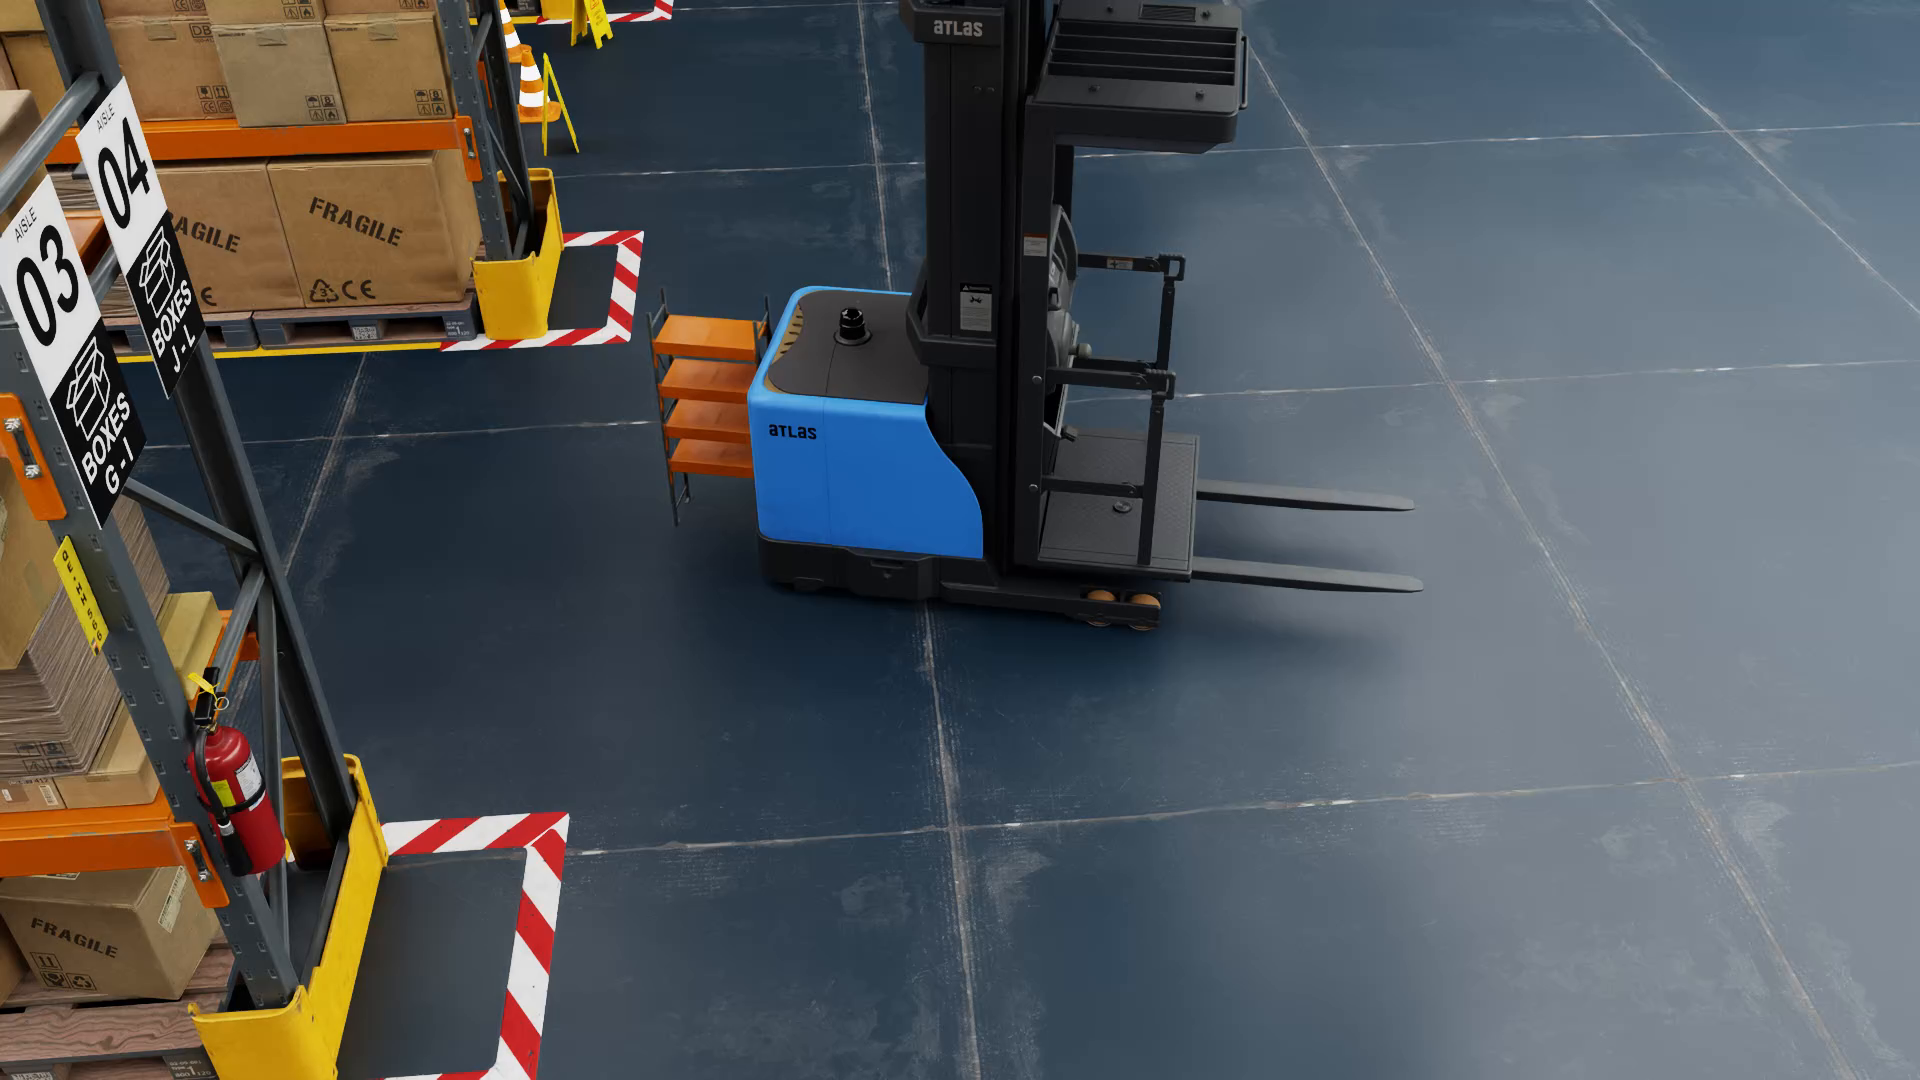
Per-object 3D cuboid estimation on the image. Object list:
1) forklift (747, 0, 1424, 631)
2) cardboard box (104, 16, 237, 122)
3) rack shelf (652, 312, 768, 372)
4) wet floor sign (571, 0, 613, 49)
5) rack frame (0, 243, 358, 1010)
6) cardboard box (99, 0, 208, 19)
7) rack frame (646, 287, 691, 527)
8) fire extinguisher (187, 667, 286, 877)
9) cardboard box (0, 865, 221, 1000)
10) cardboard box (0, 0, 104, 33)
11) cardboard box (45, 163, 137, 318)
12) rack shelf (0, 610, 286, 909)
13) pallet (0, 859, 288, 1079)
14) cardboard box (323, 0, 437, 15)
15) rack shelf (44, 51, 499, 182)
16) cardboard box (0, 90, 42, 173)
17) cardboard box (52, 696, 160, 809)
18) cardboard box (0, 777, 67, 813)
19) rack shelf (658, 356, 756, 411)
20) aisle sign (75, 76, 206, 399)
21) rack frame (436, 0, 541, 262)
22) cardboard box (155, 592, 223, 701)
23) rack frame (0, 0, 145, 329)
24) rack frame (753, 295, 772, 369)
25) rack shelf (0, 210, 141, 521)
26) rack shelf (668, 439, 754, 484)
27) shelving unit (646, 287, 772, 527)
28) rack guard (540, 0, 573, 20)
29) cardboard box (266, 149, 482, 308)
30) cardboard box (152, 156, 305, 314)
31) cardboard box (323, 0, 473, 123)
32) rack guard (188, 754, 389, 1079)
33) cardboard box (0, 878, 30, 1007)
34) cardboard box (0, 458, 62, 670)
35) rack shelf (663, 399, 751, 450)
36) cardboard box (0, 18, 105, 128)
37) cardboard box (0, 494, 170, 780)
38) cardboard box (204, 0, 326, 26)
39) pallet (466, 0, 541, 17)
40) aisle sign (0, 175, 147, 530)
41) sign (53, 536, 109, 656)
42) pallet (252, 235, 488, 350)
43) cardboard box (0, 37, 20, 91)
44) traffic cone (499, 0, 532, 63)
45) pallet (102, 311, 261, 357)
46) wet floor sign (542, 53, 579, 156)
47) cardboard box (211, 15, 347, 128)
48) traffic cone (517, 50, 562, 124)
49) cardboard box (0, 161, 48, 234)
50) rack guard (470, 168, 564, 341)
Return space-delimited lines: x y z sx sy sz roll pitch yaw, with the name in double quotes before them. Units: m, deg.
"forklift" 0.624 -1.094 7.092 3.031 2.935 1.130 5 39 7
"cardboard box" -4.106 -2.698 8.948 0.550 0.550 0.875 -3 38 -4
"rack shelf" -1.134 -0.897 7.606 0.480 0.148 0.258 5 39 7
"wet floor sign" -2.880 -4.159 12.822 0.232 0.644 0.267 9 39 12
"rack frame" -2.287 0.382 5.167 0.127 3.000 1.000 -3 38 -4
"cardboard box" -4.108 -3.136 8.633 0.550 0.550 0.875 -3 38 -4
"rack frame" -1.376 -0.611 7.878 0.015 1.200 0.240 5 39 7
"fire extinguisher" -2.132 0.690 4.838 0.183 0.674 0.296 -3 38 -4
"cardboard box" -2.910 1.222 5.780 0.500 0.500 0.500 4 38 4
"cardboard box" -4.624 -3.027 8.494 0.500 0.550 0.875 -3 38 -4
"cardboard box" -5.079 -1.838 9.357 0.875 0.875 0.875 -3 38 -4
"rack shelf" -4.279 0.774 5.250 4.000 0.370 1.077 -3 38 -4
"pallet" -3.175 1.503 5.996 1.213 0.211 1.003 -3 38 -4
"cardboard box" -2.998 -3.170 8.676 0.550 0.550 0.875 -3 38 -4
"rack shelf" -4.617 -2.292 9.136 4.000 0.370 1.077 -3 38 -4
"cardboard box" -2.581 -1.021 4.322 0.250 0.149 0.380 -3 38 -4
"cardboard box" -2.552 0.623 5.063 0.250 0.149 0.380 -3 38 -4
"cardboard box" -2.801 0.637 5.046 0.250 0.149 0.380 -3 38 -4
"rack shelf" -1.134 -0.712 7.753 0.480 0.148 0.258 5 39 7
"aisle sign" -2.251 -0.827 4.600 0.004 0.787 0.394 -3 38 -4
"rack frame" -2.625 -2.684 9.052 0.127 3.000 1.000 -3 38 -4
"cardboard box" -2.592 0.349 5.411 0.250 0.149 0.380 -3 38 -4
"rack frame" -2.287 -1.973 3.308 0.127 3.000 1.000 -3 38 -4
"rack frame" -0.893 -0.567 7.822 0.015 1.200 0.240 5 39 7
"rack shelf" -4.279 -0.404 4.321 4.000 0.370 1.077 -3 38 -4
"rack shelf" -1.134 -0.380 8.014 0.480 0.148 0.258 5 39 7
"shelving unit" -1.134 -0.589 7.850 0.503 1.200 0.258 5 39 7
"rack guard" -3.240 -4.747 13.685 0.348 0.500 1.175 -3 38 -4
"cardboard box" -3.295 -1.937 9.481 0.875 0.875 0.875 -3 38 -4
"cardboard box" -4.171 -1.887 9.419 0.875 0.875 0.875 -4 38 -5
"cardboard box" -2.991 -2.695 8.944 0.550 0.550 0.875 -3 38 -4
"rack guard" -2.362 1.367 5.936 0.348 0.500 1.175 -3 38 -4
"cardboard box" -3.502 1.276 5.712 0.500 0.500 0.500 6 39 8
"cardboard box" -2.813 0.016 4.502 0.500 0.500 0.500 -3 38 -4
"rack shelf" -1.134 -0.536 7.891 0.480 0.148 0.258 5 39 7
"cardboard box" -4.630 -2.643 8.879 0.500 0.550 0.875 -3 38 -4
"cardboard box" -2.837 0.239 5.027 0.500 0.500 0.875 -3 38 -4
"cardboard box" -3.538 -3.083 8.565 0.550 0.550 0.875 -3 38 -4
"pallet" -4.052 -4.611 13.746 1.213 0.211 1.003 -3 38 -4
"aisle sign" -2.198 -0.457 4.131 0.004 0.787 0.394 -3 38 -4
"sign" -2.257 0.147 4.275 0.005 0.325 0.100 -3 38 -4
"pallet" -3.415 -1.497 9.799 1.213 0.211 1.003 -3 38 -4
"cardboard box" -5.149 -2.552 8.764 0.550 0.550 0.875 -3 38 -4
"traffic cone" -3.478 -3.917 12.663 0.334 0.463 0.336 -3 38 -4
"pallet" -4.627 -1.432 9.717 1.213 0.211 1.003 -3 38 -4
"wet floor sign" -2.772 -2.983 11.332 0.232 0.644 0.267 -9 39 -12
"cardboard box" -3.537 -2.651 8.889 0.550 0.550 0.875 -3 38 -4
"traffic cone" -3.041 -3.251 11.819 0.334 0.463 0.336 -3 38 -4
"cardboard box" -2.789 -0.870 4.453 0.500 0.250 0.500 -2 38 -3
"rack guard" -2.601 -1.704 9.828 0.348 0.500 1.175 -3 38 -4
